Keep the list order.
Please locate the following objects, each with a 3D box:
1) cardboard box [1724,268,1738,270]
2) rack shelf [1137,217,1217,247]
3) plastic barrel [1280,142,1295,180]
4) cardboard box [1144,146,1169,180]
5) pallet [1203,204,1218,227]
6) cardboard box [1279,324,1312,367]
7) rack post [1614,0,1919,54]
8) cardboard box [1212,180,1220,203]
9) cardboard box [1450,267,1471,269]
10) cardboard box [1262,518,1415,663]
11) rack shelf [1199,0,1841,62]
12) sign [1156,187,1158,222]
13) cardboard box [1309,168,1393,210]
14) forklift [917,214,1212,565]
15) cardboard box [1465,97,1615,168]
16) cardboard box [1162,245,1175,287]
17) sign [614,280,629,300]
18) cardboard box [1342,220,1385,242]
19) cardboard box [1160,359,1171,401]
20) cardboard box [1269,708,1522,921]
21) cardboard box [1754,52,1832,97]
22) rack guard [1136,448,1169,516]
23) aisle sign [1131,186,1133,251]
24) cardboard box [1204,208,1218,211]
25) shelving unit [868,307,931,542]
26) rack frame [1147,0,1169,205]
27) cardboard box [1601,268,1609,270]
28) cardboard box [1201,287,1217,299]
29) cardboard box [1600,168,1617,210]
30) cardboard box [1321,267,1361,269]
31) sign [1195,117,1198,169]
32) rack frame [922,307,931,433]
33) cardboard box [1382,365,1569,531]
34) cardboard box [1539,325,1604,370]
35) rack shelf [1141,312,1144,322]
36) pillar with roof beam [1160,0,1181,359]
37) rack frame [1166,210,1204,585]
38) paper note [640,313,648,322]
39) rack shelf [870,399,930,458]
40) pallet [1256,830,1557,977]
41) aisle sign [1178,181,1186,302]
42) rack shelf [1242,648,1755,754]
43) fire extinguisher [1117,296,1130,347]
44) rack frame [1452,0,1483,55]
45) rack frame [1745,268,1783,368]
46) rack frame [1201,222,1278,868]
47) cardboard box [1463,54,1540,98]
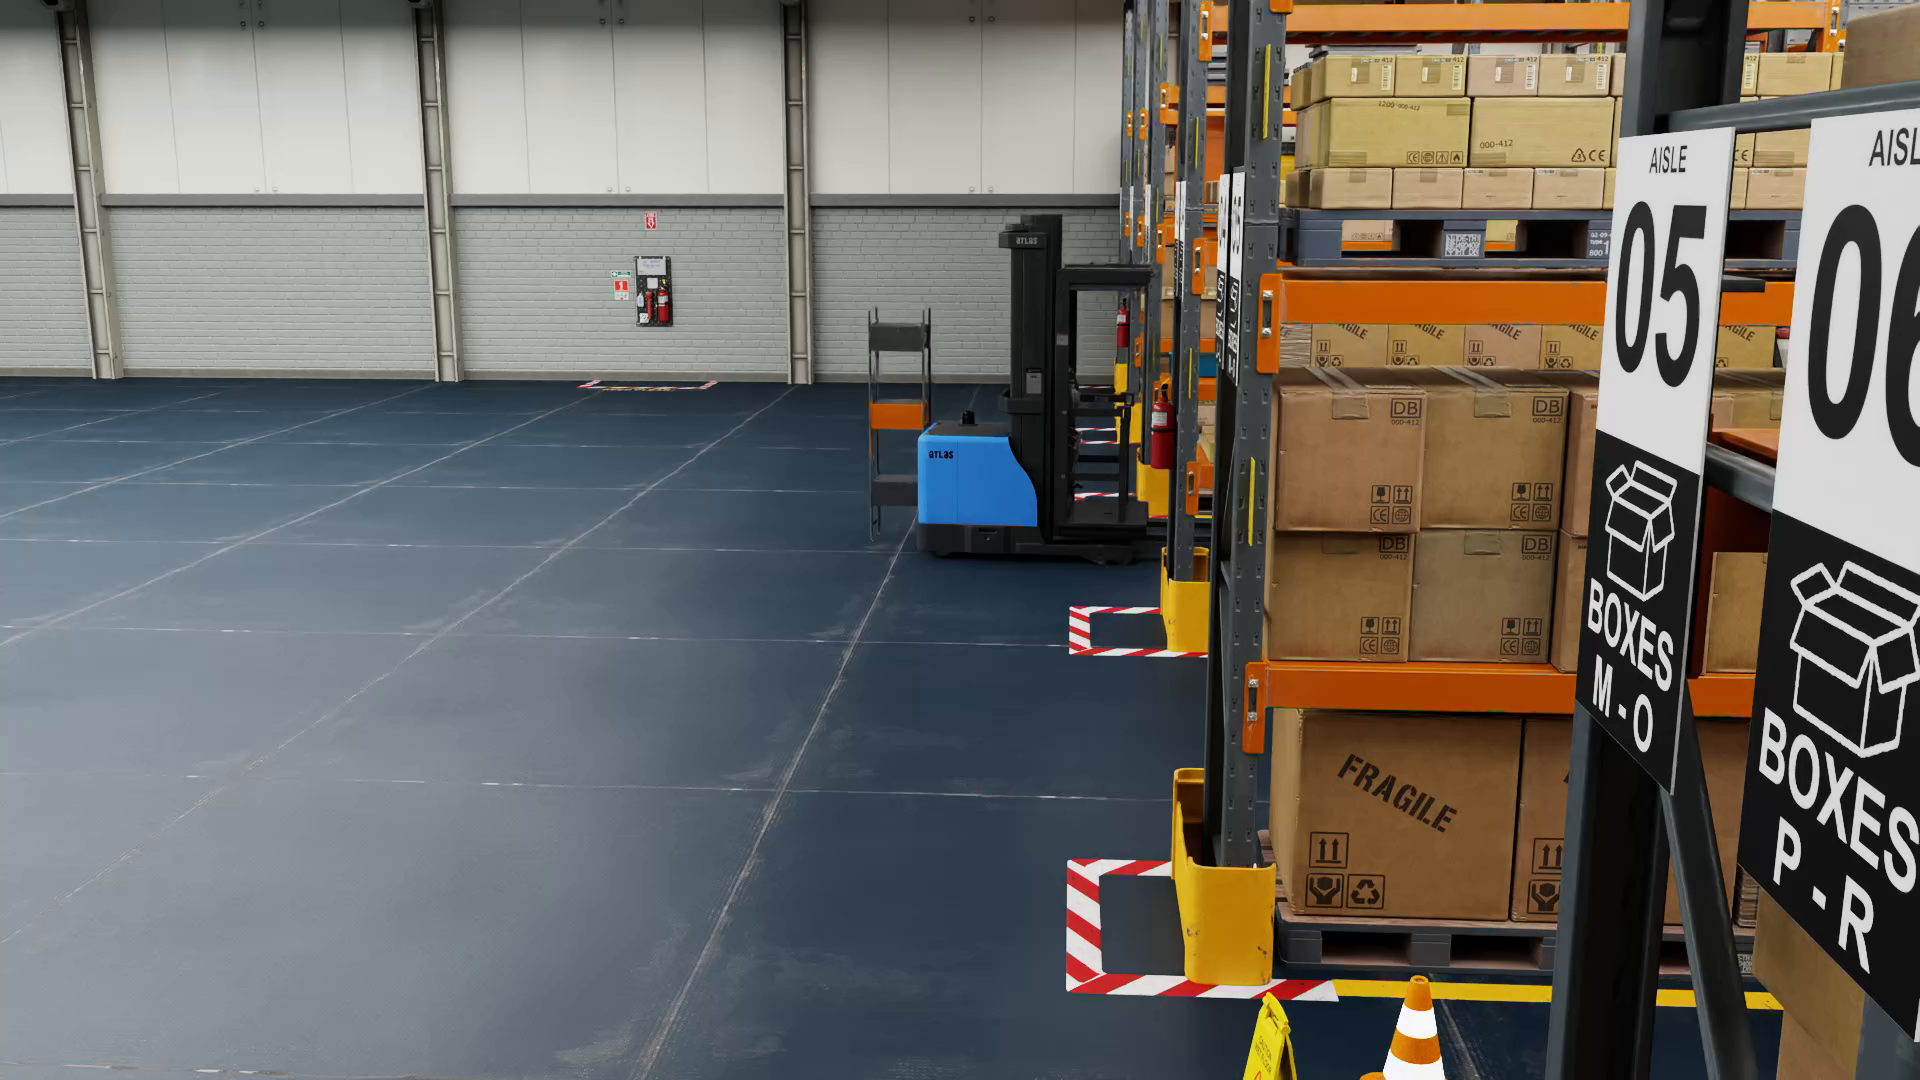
[{"bbox_3d":[11.529,-4.240,25.341,0.500,0.250,0.500,1,12,3],"label":"cardboard box"},{"bbox_3d":[4.243,-3.920,21.097,4.000,0.370,1.077,1,12,4],"label":"rack shelf"},{"bbox_3d":[3.058,-3.596,16.304,0.600,0.588,0.600,0,12,0],"label":"plastic barrel"},{"bbox_3d":[2.943,-5.805,25.615,0.500,0.500,0.500,0,12,0],"label":"cardboard box"},{"bbox_3d":[2.731,-3.164,16.186,1.213,0.211,1.003,1,12,4],"label":"pallet"},{"bbox_3d":[2.112,-1.429,11.341,0.500,0.500,0.500,1,12,4],"label":"cardboard box"},{"bbox_3d":[7.874,-4.790,15.683,3.121,1.000,1.013,1,12,4],"label":"rack post"},{"bbox_3d":[1.841,-2.347,11.210,0.250,0.149,0.380,1,12,3],"label":"cardboard box"},{"bbox_3d":[7.628,-4.030,25.872,0.500,0.500,0.700,2,12,10],"label":"cardboard box"},{"bbox_3d":[1.523,0.126,6.954,0.550,0.550,0.875,1,12,4],"label":"cardboard box"},{"bbox_3d":[3.577,-3.363,11.115,4.000,0.370,1.077,1,12,4],"label":"rack shelf"},{"bbox_3d":[1.871,-3.180,15.779,0.005,0.325,0.100,1,12,4],"label":"sign"},{"bbox_3d":[1.470,-1.326,6.279,0.250,0.149,0.380,1,12,4],"label":"cardboard box"},{"bbox_3d":[1.180,-1.338,14.488,3.031,2.935,1.130,2,12,7],"label":"forklift"},{"bbox_3d":[2.120,-1.525,6.259,0.500,0.250,0.500,1,12,3],"label":"cardboard box"},{"bbox_3d":[2.765,-3.506,21.272,0.500,0.500,0.700,1,12,4],"label":"cardboard box"},{"bbox_3d":[-5.664,-4.181,27.823,0.234,0.329,0.001,1,12,4],"label":"sign"},{"bbox_3d":[2.560,-2.138,11.183,0.500,0.250,0.500,1,12,2],"label":"cardboard box"},{"bbox_3d":[2.802,-2.112,21.878,0.500,0.500,0.500,1,12,4],"label":"cardboard box"},{"bbox_3d":[1.830,1.034,7.144,0.875,0.875,0.875,1,12,4],"label":"cardboard box"},{"bbox_3d":[2.985,-1.695,6.099,0.250,0.149,0.380,1,12,5],"label":"cardboard box"},{"bbox_3d":[1.992,-0.605,16.921,0.348,0.500,1.175,1,12,4],"label":"rack guard"},{"bbox_3d":[2.161,-4.042,20.900,0.004,0.787,0.394,1,12,4],"label":"aisle sign"},{"bbox_3d":[3.943,-5.294,25.614,0.500,0.500,0.500,1,12,6],"label":"cardboard box"},{"bbox_3d":[-0.541,-1.047,15.125,0.503,2.100,0.431,2,12,8],"label":"shelving unit"},{"bbox_3d":[1.913,-4.756,16.010,0.127,3.000,1.000,1,12,4],"label":"rack frame"},{"bbox_3d":[10.087,-4.003,25.742,0.500,0.500,0.700,-1,12,-3],"label":"cardboard box"},{"bbox_3d":[3.137,-3.142,21.116,0.250,0.149,0.380,1,12,4],"label":"cardboard box"},{"bbox_3d":[2.478,-1.312,6.213,0.250,0.149,0.380,1,12,4],"label":"cardboard box"},{"bbox_3d":[4.791,-3.479,21.144,0.500,0.500,0.700,1,12,4],"label":"cardboard box"},{"bbox_3d":[1.545,-2.593,10.860,0.005,0.325,0.100,1,12,4],"label":"sign"},{"bbox_3d":[-0.299,-1.040,15.093,0.015,2.100,0.400,2,12,8],"label":"rack frame"},{"bbox_3d":[2.072,-0.396,6.815,0.550,0.550,0.875,1,12,4],"label":"cardboard box"},{"bbox_3d":[4.107,-1.401,11.208,0.500,0.500,0.500,1,12,4],"label":"cardboard box"},{"bbox_3d":[4.570,-3.464,26.242,4.000,0.370,1.077,1,12,4],"label":"rack shelf"},{"bbox_3d":[3.043,-6.068,22.280,0.548,9.000,9.100,1,12,4],"label":"pillar with roof beam"},{"bbox_3d":[1.582,-0.808,11.787,0.127,3.000,1.000,1,12,4],"label":"rack frame"},{"bbox_3d":[-5.291,-3.720,27.859,0.142,0.148,0.016,1,12,4],"label":"paper note"},{"bbox_3d":[-0.541,-1.033,15.128,0.480,0.518,0.431,2,12,8],"label":"rack shelf"},{"bbox_3d":[1.952,1.564,7.259,1.213,0.211,1.003,1,12,4],"label":"pallet"},{"bbox_3d":[1.500,-2.020,11.231,0.004,0.787,0.394,1,12,4],"label":"aisle sign"},{"bbox_3d":[3.145,0.583,6.892,4.000,0.370,1.077,1,12,4],"label":"rack shelf"},{"bbox_3d":[2.160,-2.890,21.930,0.183,0.674,0.296,1,12,4],"label":"fire extinguisher"},{"bbox_3d":[6.238,-5.713,20.585,0.127,3.000,1.000,1,12,4],"label":"rack frame"},{"bbox_3d":[5.573,-0.753,11.525,0.127,3.000,1.000,1,12,4],"label":"rack frame"},{"bbox_3d":[1.149,0.204,6.949,0.127,3.000,1.000,1,12,4],"label":"rack frame"},{"bbox_3d":[1.966,-1.709,6.166,0.250,0.149,0.380,1,12,3],"label":"cardboard box"}]
